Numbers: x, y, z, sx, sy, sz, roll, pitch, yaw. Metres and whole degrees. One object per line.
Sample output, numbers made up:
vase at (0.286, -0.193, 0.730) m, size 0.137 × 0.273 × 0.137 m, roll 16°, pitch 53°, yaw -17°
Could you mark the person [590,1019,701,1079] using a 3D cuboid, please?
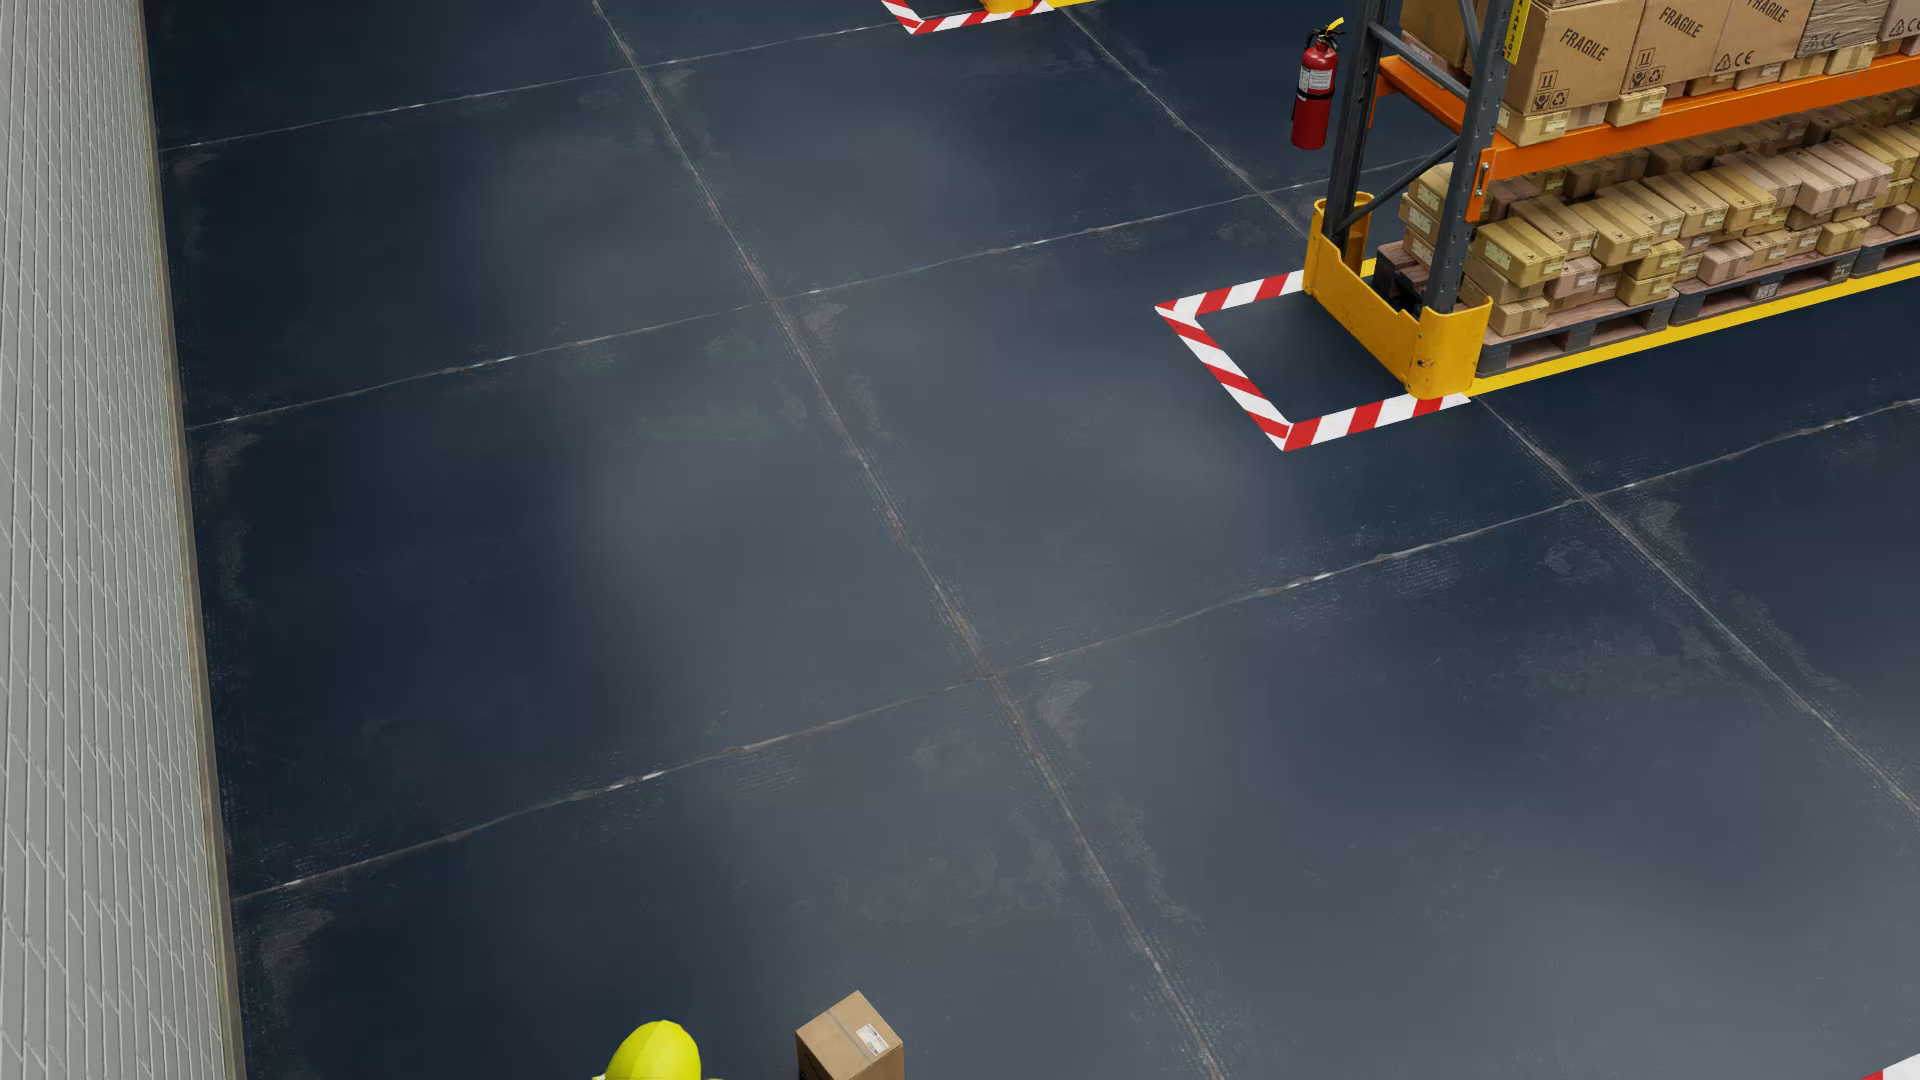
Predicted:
person at (-0.678, 1.854, 4.065) m, size 0.573 × 1.828 × 0.627 m, roll 2°, pitch 42°, yaw 3°
